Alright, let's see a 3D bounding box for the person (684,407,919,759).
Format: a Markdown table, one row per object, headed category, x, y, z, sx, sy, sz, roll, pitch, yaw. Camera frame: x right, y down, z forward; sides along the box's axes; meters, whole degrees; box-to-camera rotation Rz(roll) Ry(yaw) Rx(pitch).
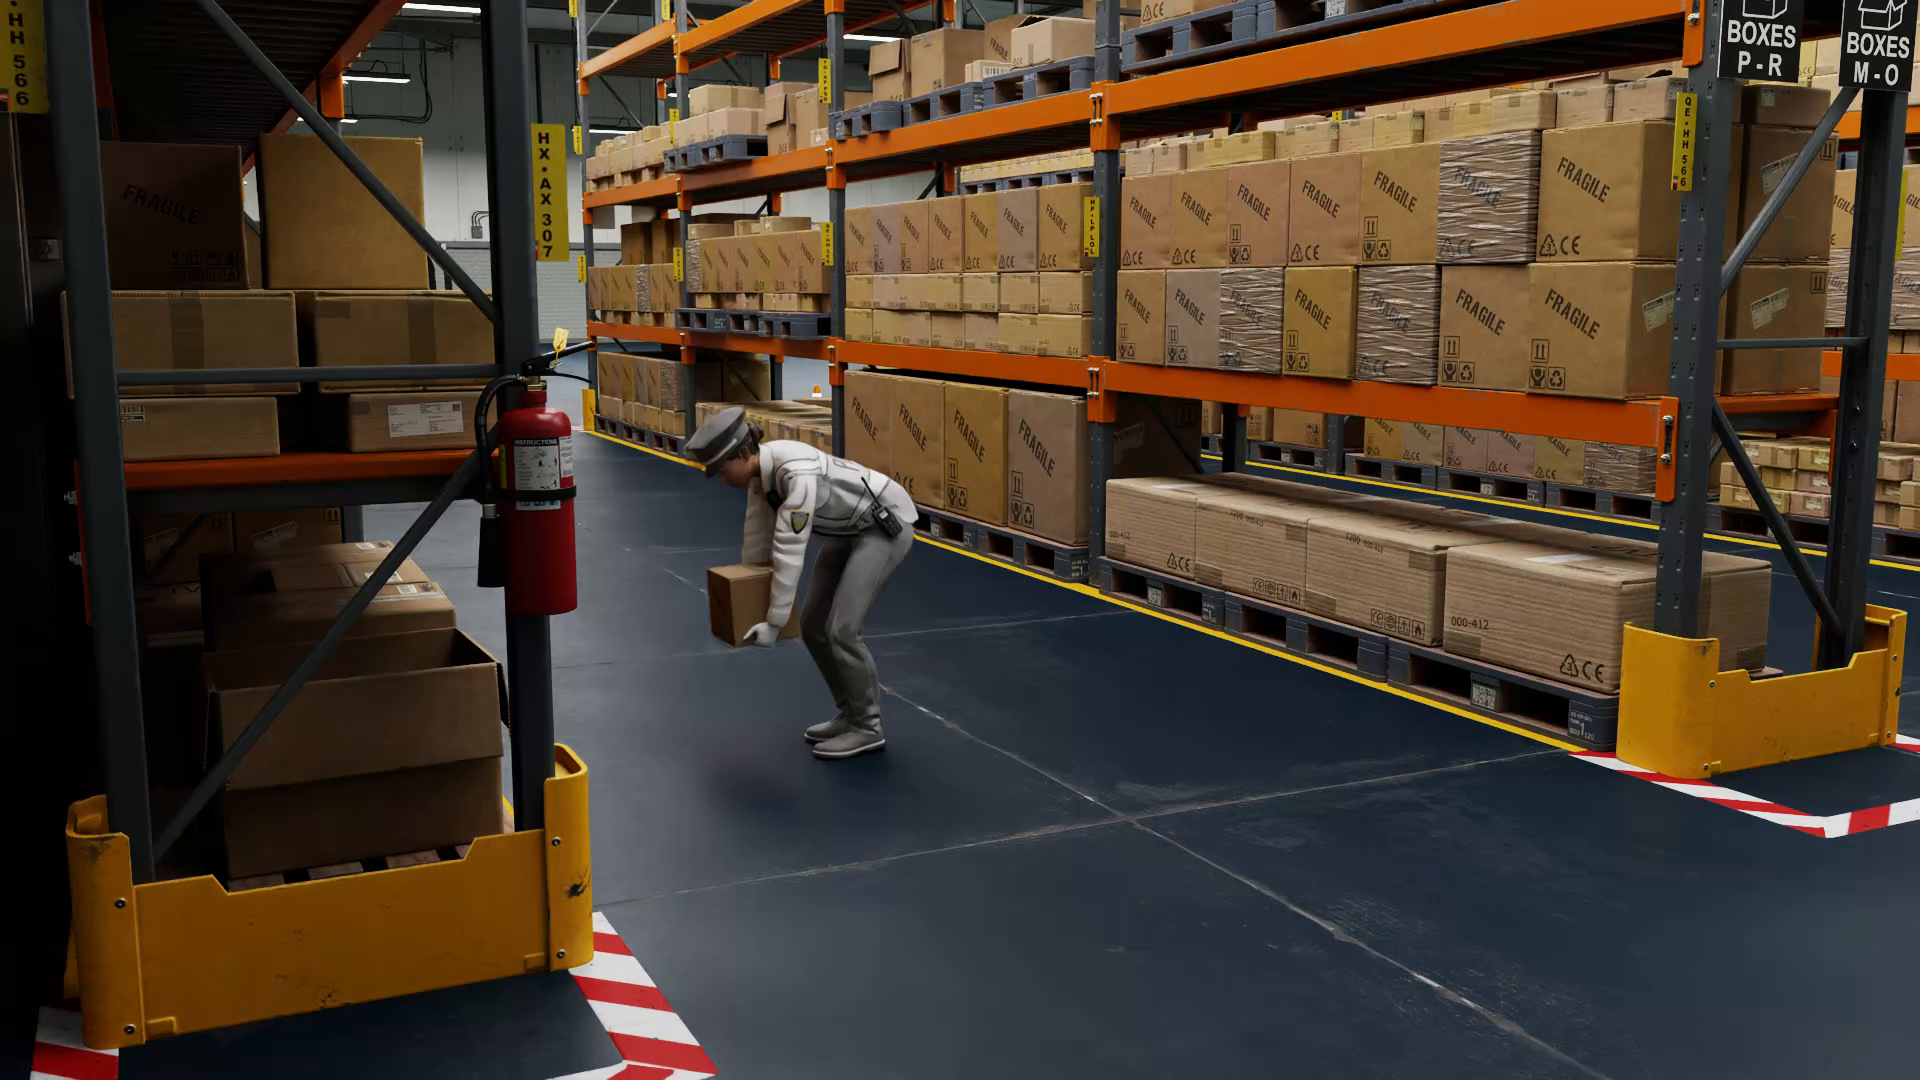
| category | x | y | z | sx | sy | sz | roll | pitch | yaw |
| --- | --- | --- | --- | --- | --- | --- | --- | --- | --- |
| person | -0.577 | 0.152 | 6.091 | 0.878 | 1.296 | 0.421 | -5 | 10 | -28 |
